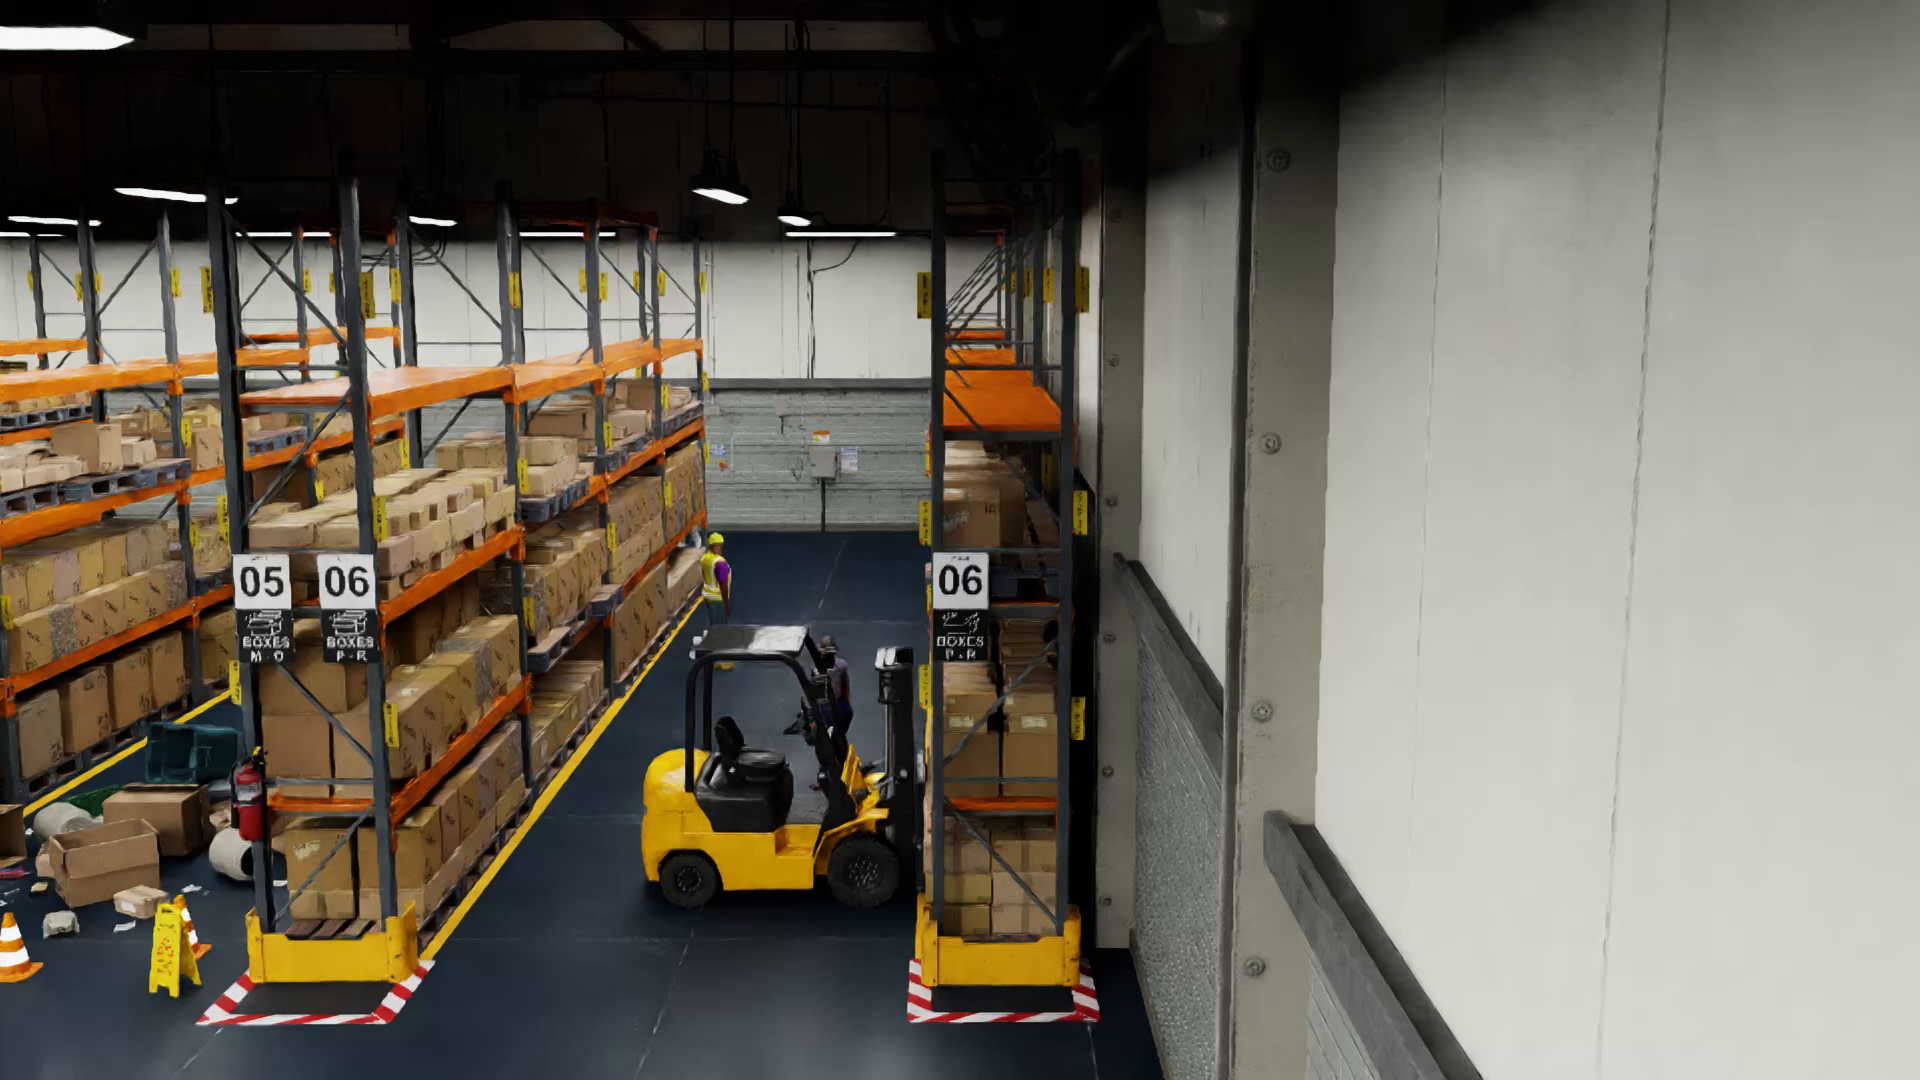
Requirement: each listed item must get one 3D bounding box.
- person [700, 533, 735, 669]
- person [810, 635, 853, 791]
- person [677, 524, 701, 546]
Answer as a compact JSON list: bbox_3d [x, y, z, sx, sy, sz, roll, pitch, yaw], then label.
[{"bbox_3d":[-3.161,0.785,21.937,0.447,1.762,0.632,-6,11,-31],"label":"person"},{"bbox_3d":[-1.307,1.738,16.409,0.553,1.640,0.606,4,10,25],"label":"person"},{"bbox_3d":[-4.943,-0.482,29.898,0.713,1.785,0.556,-5,10,-28],"label":"person"}]
